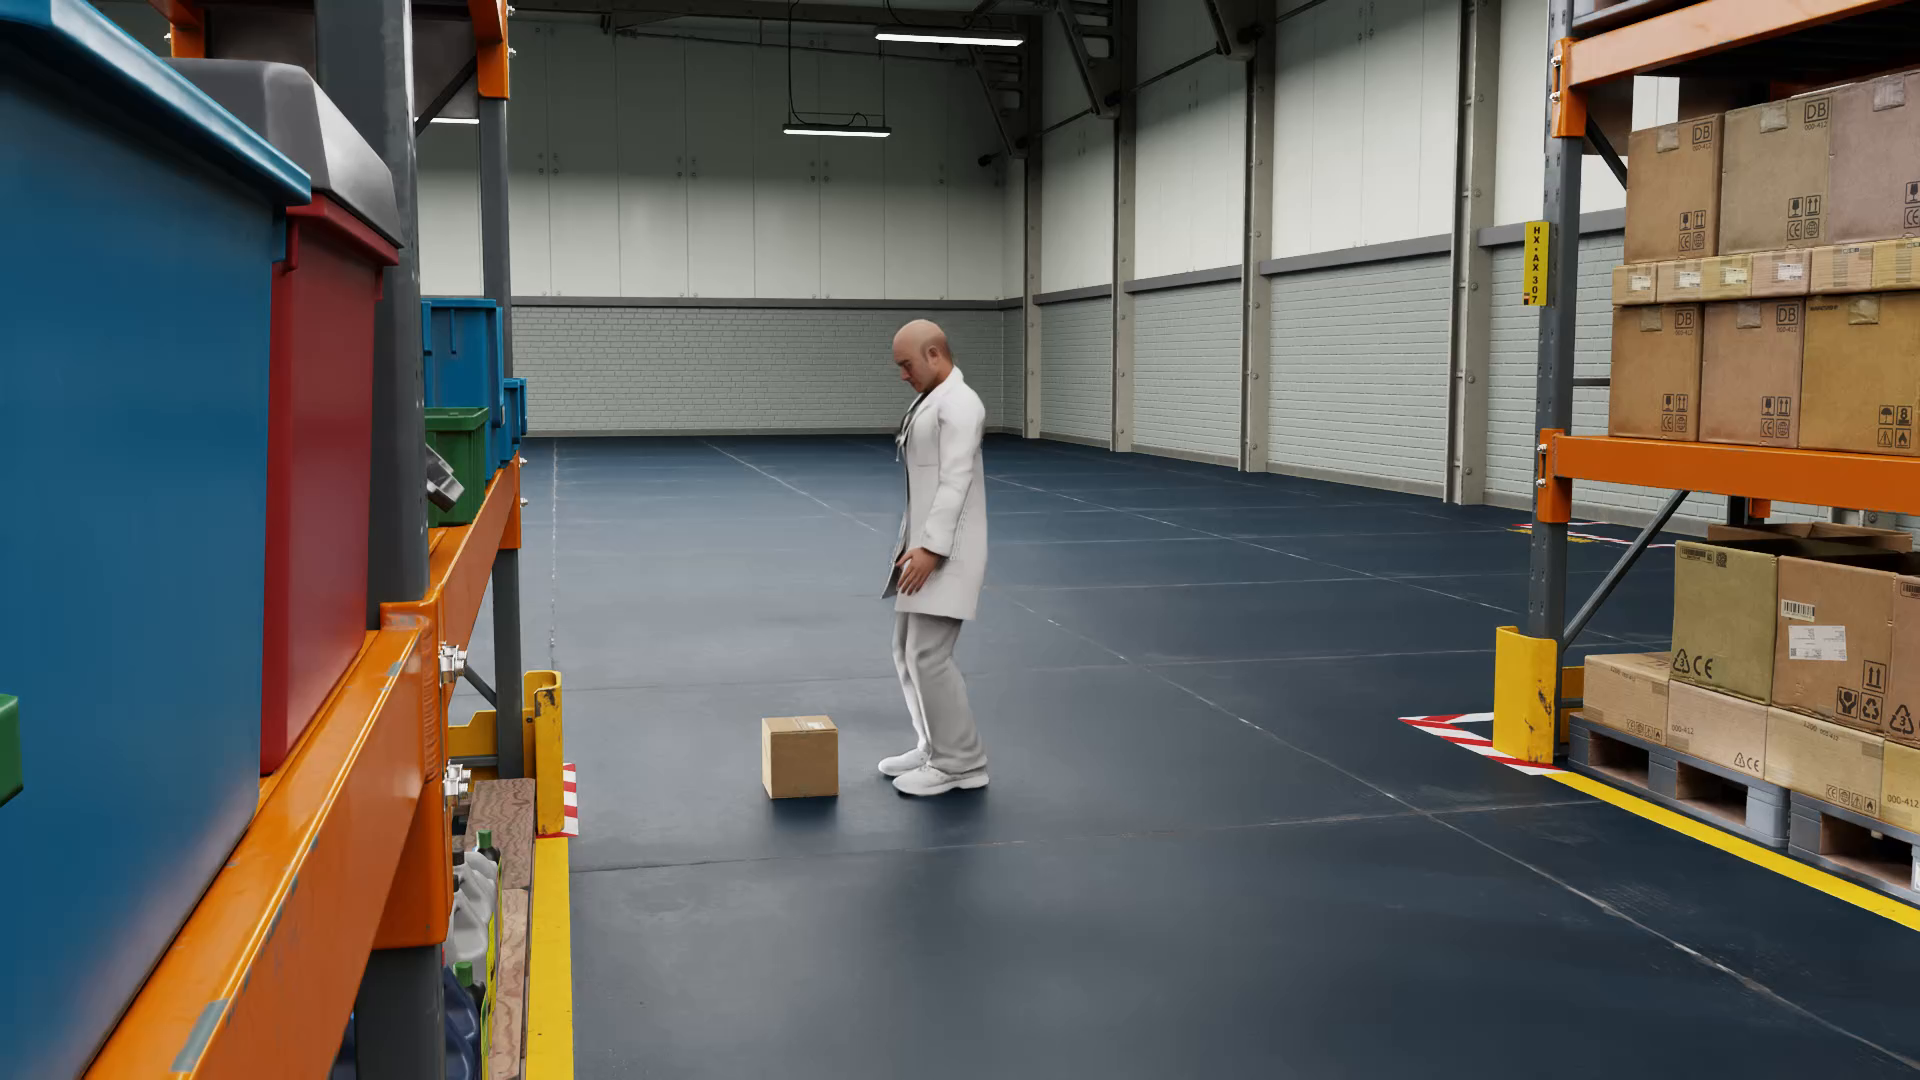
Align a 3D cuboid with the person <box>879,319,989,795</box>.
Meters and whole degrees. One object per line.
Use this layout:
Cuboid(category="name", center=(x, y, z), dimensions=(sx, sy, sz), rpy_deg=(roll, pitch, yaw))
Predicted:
Cuboid(category="person", center=(-0.091, 0.057, 6.218), dimensions=(0.385, 1.752, 0.579), rpy_deg=(-1, 6, -12))
